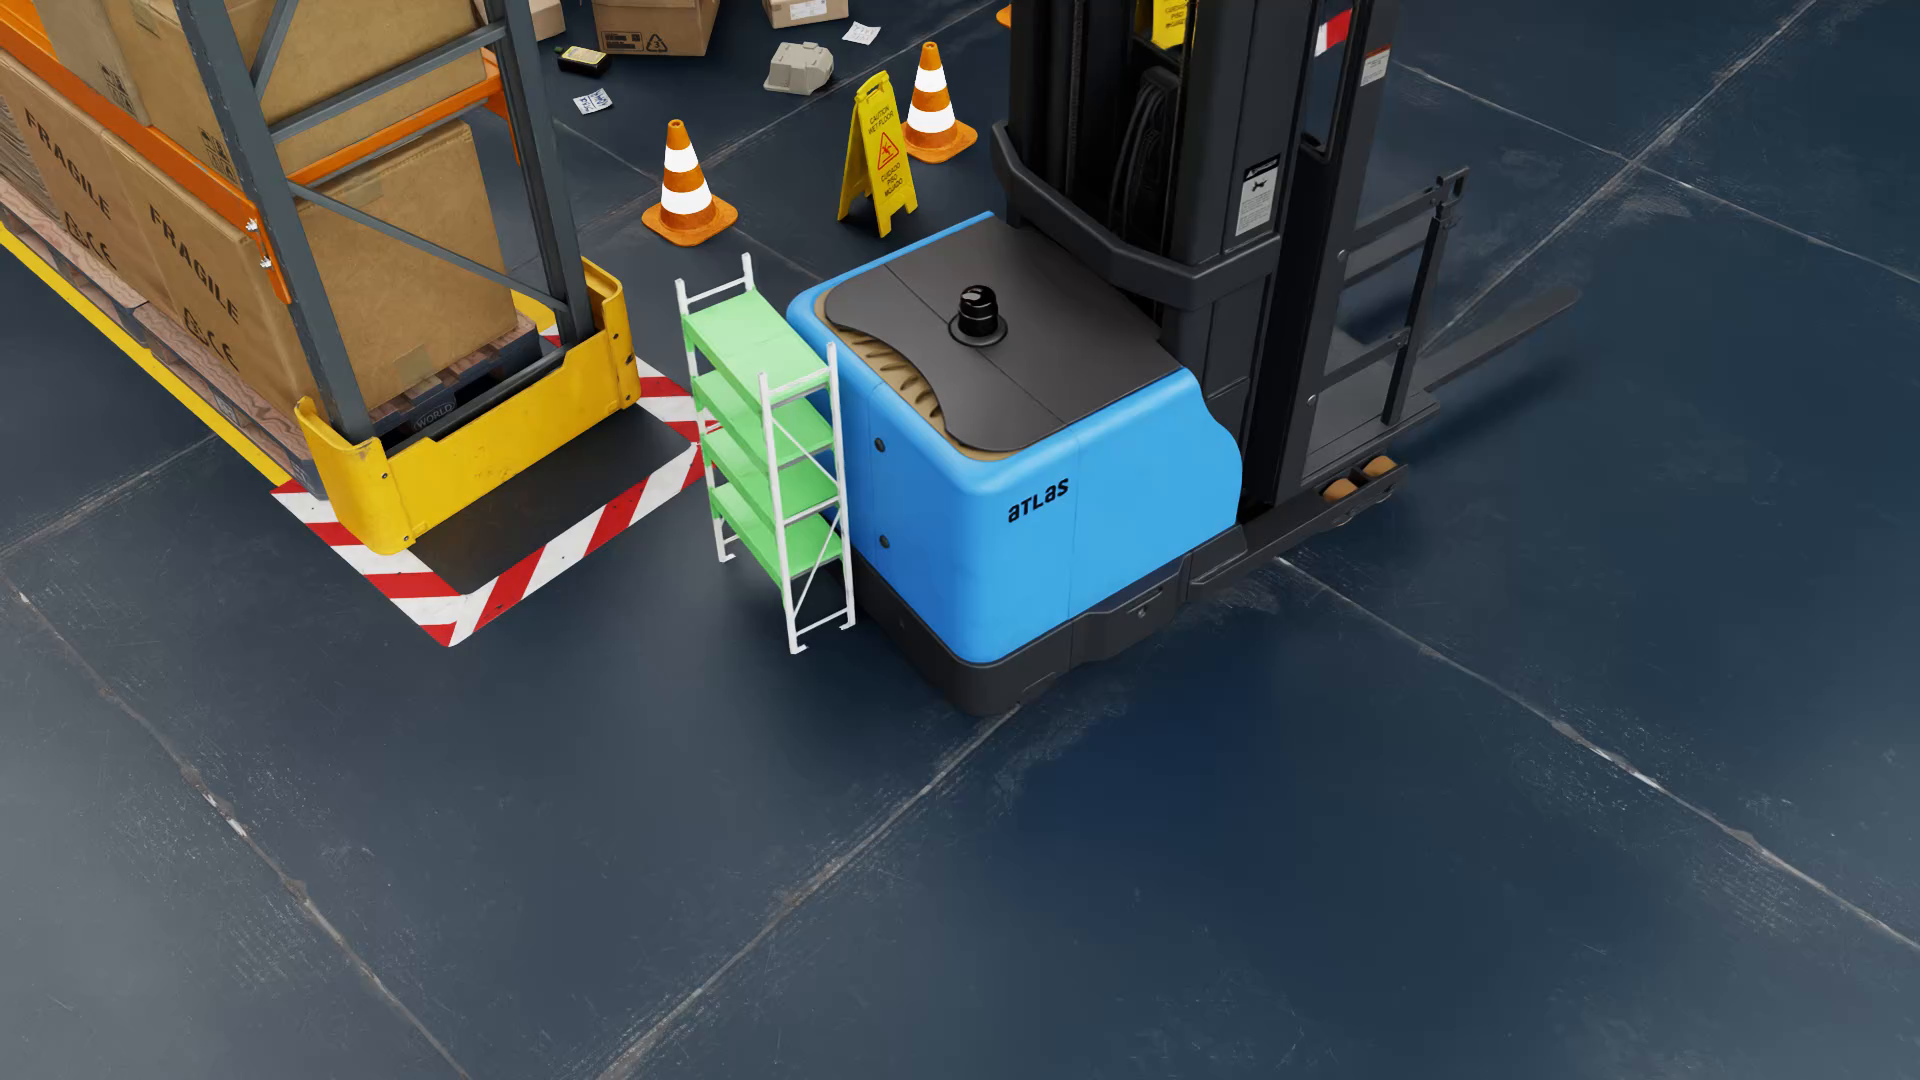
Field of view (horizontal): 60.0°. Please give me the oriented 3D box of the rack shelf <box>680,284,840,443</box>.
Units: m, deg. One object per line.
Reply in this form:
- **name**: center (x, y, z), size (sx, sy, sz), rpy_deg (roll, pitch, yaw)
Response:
- **rack shelf**: center (-0.585, -0.521, 4.845), size (0.258, 0.148, 0.480), rpy_deg (-26, 52, -22)

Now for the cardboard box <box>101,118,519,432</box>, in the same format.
- **cardboard box**: center (-2.256, -1.080, 5.876), size (0.875, 0.875, 0.875), rpy_deg (34, 56, 28)

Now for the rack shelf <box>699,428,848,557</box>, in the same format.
- **rack shelf**: center (-0.584, -0.192, 5.195), size (0.258, 0.148, 0.480), rpy_deg (-26, 52, -22)

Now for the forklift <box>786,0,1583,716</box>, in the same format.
- **forklift**: center (0.953, -1.337, 4.995), size (3.031, 2.935, 1.130), rpy_deg (-28, 53, -24)

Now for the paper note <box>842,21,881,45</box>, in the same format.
- **paper note**: center (-0.475, -2.450, 8.029), size (0.142, 0.019, 0.148), rpy_deg (17, 49, 15)

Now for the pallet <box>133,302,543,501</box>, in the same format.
- **pallet**: center (-2.354, -0.762, 6.321), size (1.213, 0.211, 1.003), rpy_deg (34, 55, 28)

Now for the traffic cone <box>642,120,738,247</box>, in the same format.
- **traffic cone**: center (-1.140, -1.518, 6.858), size (0.334, 0.463, 0.336), rpy_deg (34, 55, 28)

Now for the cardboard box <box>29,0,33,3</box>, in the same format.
- **cardboard box**: center (-2.762, -2.178, 5.635), size (0.550, 0.550, 0.875), rpy_deg (34, 55, 28)

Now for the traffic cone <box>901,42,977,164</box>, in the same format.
- **traffic cone**: center (-0.124, -1.956, 7.269), size (0.334, 0.463, 0.336), rpy_deg (34, 55, 28)

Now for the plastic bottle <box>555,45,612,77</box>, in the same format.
- **plastic bottle**: center (-1.798, -2.262, 7.832), size (0.283, 0.061, 0.133), rpy_deg (17, 49, 15)

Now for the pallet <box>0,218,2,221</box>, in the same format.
- **pallet**: center (-4.147, -1.969, 7.454), size (1.213, 0.211, 1.003), rpy_deg (34, 55, 28)

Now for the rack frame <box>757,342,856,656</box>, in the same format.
- **rack frame**: center (-0.449, -0.088, 5.010), size (0.240, 1.200, 0.015), rpy_deg (-26, 52, -22)

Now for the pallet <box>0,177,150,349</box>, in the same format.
- **pallet**: center (-3.246, -1.366, 6.888), size (1.213, 0.211, 1.003), rpy_deg (34, 55, 28)

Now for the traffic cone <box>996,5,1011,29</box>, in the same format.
- **traffic cone**: center (0.379, -2.718, 7.985), size (0.334, 0.463, 0.336), rpy_deg (34, 55, 28)

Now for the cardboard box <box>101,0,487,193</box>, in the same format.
- **cardboard box**: center (-2.016, -1.574, 5.067), size (0.550, 0.550, 0.875), rpy_deg (34, 55, 28)

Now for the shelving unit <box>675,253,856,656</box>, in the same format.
- **shelving unit**: center (-0.584, -0.236, 5.148), size (0.258, 1.200, 0.503), rpy_deg (-26, 52, -22)

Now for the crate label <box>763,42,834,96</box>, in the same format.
- **crate label**: center (-0.744, -2.200, 7.721), size (0.298, 0.136, 0.250), rpy_deg (9, 48, 9)

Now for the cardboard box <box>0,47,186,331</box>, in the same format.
- **cardboard box**: center (-2.904, -1.514, 6.283), size (0.875, 0.875, 0.875), rpy_deg (33, 55, 27)

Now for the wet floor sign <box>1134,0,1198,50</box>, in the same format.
- **wet floor sign**: center (0.984, -2.592, 7.741), size (0.267, 0.644, 0.232), rpy_deg (-21, 50, -18)

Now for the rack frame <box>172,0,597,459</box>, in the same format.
- **rack frame**: center (-1.713, -1.364, 4.973), size (0.127, 3.000, 1.000), rpy_deg (34, 55, 28)

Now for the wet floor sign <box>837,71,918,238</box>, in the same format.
- **wet floor sign**: center (-0.349, -1.604, 6.813), size (0.232, 0.644, 0.267), rpy_deg (25, 52, 22)

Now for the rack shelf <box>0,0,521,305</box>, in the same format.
- **rack shelf**: center (-3.183, -2.106, 6.163), size (4.000, 0.370, 1.077), rpy_deg (34, 55, 28)

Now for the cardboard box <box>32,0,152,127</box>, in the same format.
- **cardboard box**: center (-2.435, -1.834, 5.312), size (0.550, 0.550, 0.875), rpy_deg (34, 55, 28)

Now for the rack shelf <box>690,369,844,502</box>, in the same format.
- **rack shelf**: center (-0.585, -0.356, 5.020), size (0.258, 0.148, 0.480), rpy_deg (-26, 52, -22)

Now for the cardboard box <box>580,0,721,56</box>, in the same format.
- **cardboard box**: center (-1.438, -2.723, 7.962), size (0.637, 0.503, 0.797), rpy_deg (2, 47, 2)

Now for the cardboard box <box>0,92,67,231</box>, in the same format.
- **cardboard box**: center (-3.573, -1.966, 6.707), size (0.875, 0.875, 0.875), rpy_deg (34, 56, 28)

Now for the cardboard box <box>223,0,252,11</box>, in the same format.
- **cardboard box**: center (-1.959, -1.989, 4.716), size (0.550, 0.550, 0.875), rpy_deg (34, 55, 28)

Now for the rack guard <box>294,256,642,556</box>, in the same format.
- **rack guard**: center (-1.695, -0.496, 5.873), size (0.348, 0.500, 1.175), rpy_deg (34, 55, 28)

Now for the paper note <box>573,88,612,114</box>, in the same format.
- **paper note**: center (-1.683, -2.011, 7.618), size (0.144, 0.017, 0.142), rpy_deg (-21, 50, -18)

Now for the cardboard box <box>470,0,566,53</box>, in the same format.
- **cardboard box**: center (-2.140, -2.542, 7.955), size (0.396, 0.266, 0.258), rpy_deg (-29, 53, -25)

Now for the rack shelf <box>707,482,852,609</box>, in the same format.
- **rack shelf**: center (-0.584, -0.028, 5.370), size (0.258, 0.148, 0.480), rpy_deg (-26, 52, -22)

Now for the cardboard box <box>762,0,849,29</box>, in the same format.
- **cardboard box**: center (-0.763, -2.655, 8.141), size (0.380, 0.149, 0.250), rpy_deg (-13, 48, -12)

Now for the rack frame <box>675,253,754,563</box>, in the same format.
- **rack frame**: center (-0.720, -0.384, 5.287), size (0.240, 1.200, 0.015), rpy_deg (-26, 52, -22)
